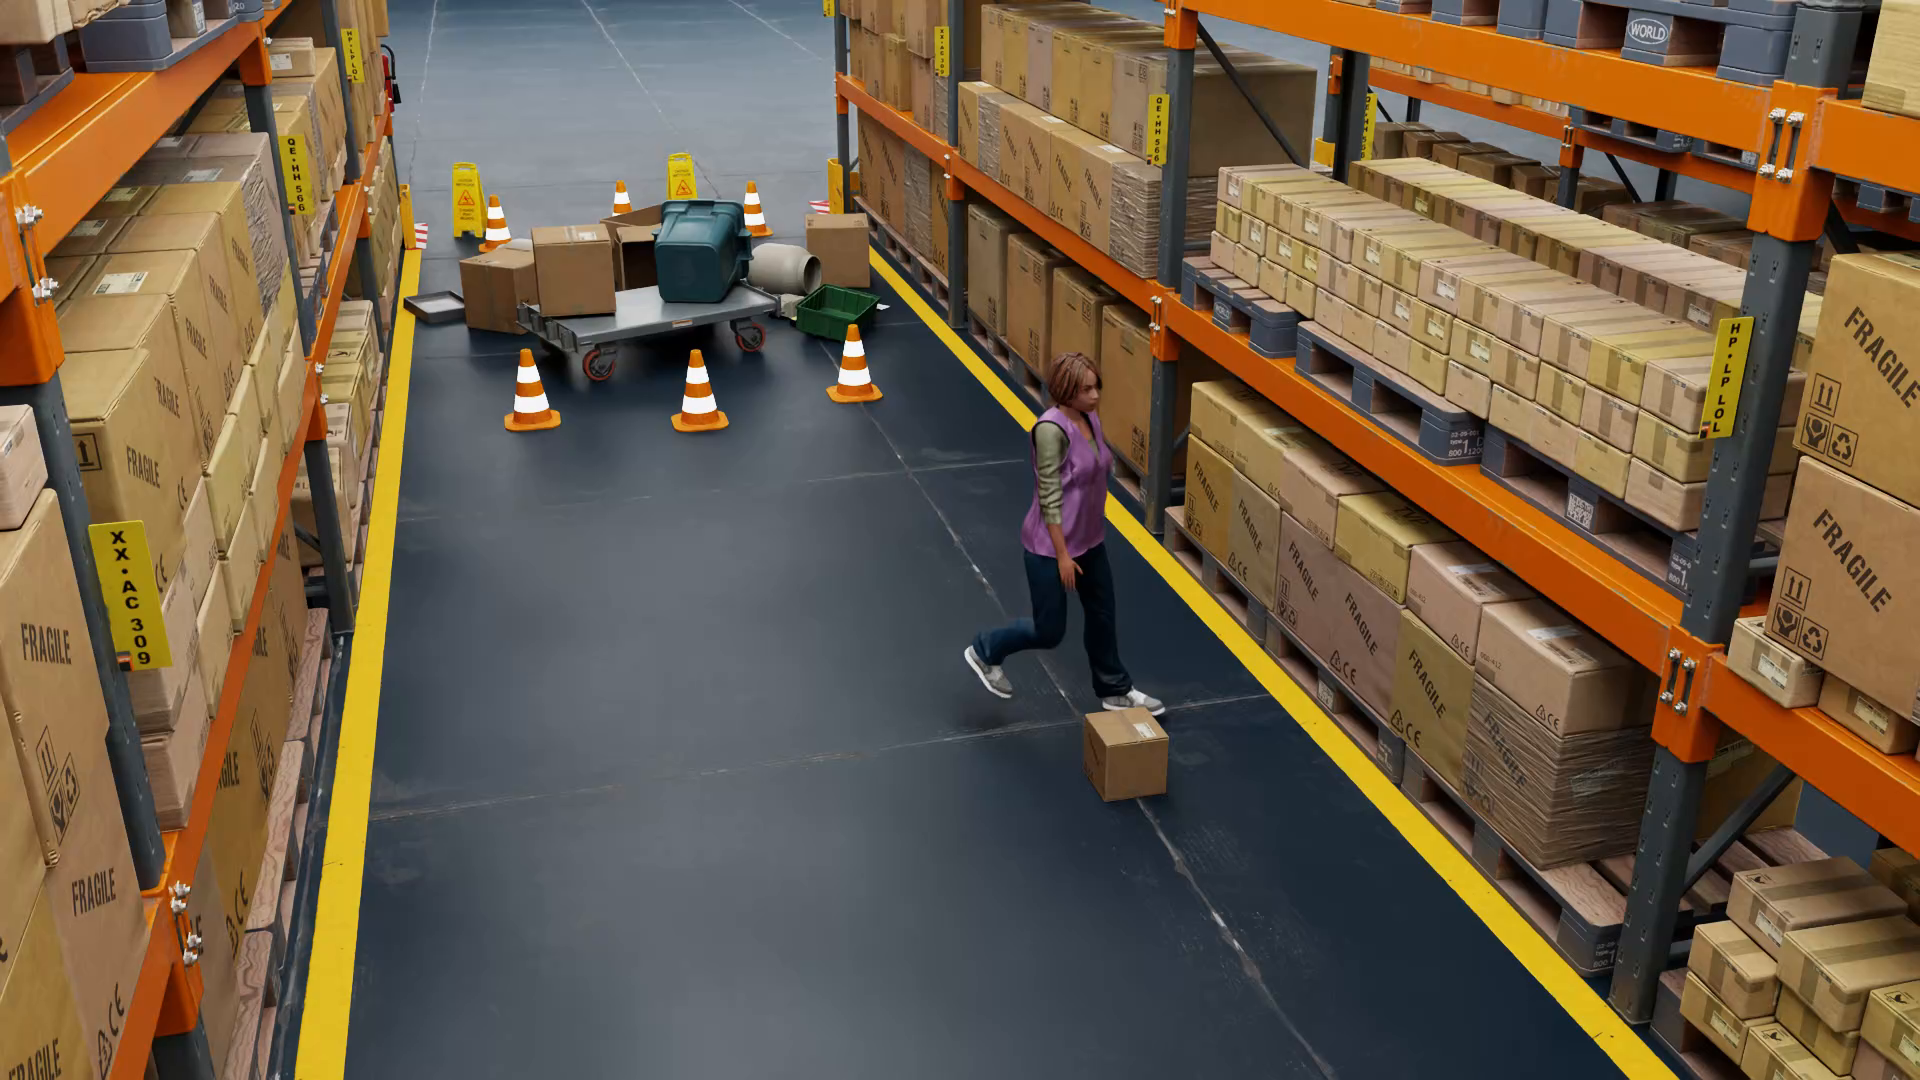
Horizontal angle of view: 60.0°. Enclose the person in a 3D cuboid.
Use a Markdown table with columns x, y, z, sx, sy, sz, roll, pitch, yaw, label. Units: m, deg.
| x | y | z | sx | sy | sz | roll | pitch | yaw | label |
| --- | --- | --- | --- | --- | --- | --- | --- | --- | --- |
| 0.418 | -0.010 | 6.615 | 0.739 | 1.573 | 0.510 | 17 | 29 | 35 | person |
